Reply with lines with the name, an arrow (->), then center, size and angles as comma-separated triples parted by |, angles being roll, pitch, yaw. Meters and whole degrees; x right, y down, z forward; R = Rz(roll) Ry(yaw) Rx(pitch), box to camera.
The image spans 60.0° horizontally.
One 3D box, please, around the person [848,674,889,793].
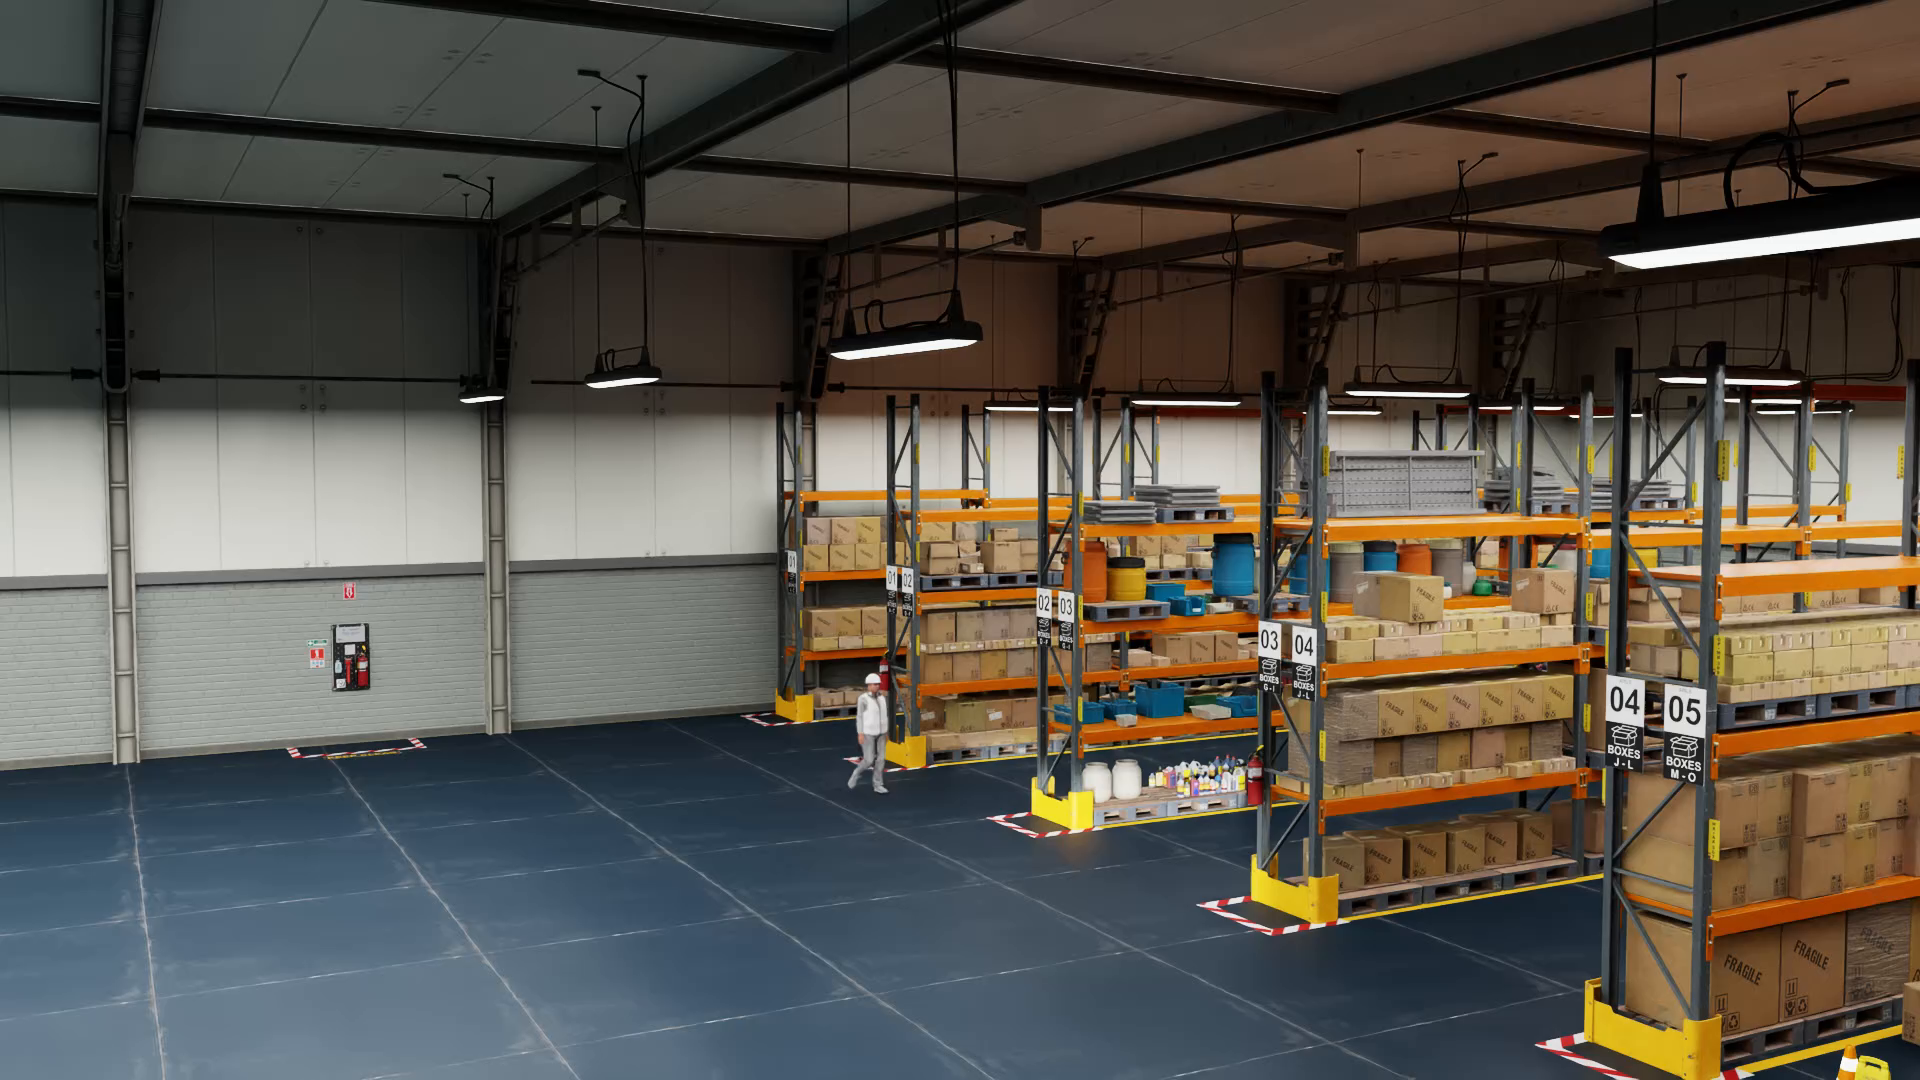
person -> -1.320, 2.869, 24.759 | 0.555, 1.761, 0.608 | -3, 4, -43
